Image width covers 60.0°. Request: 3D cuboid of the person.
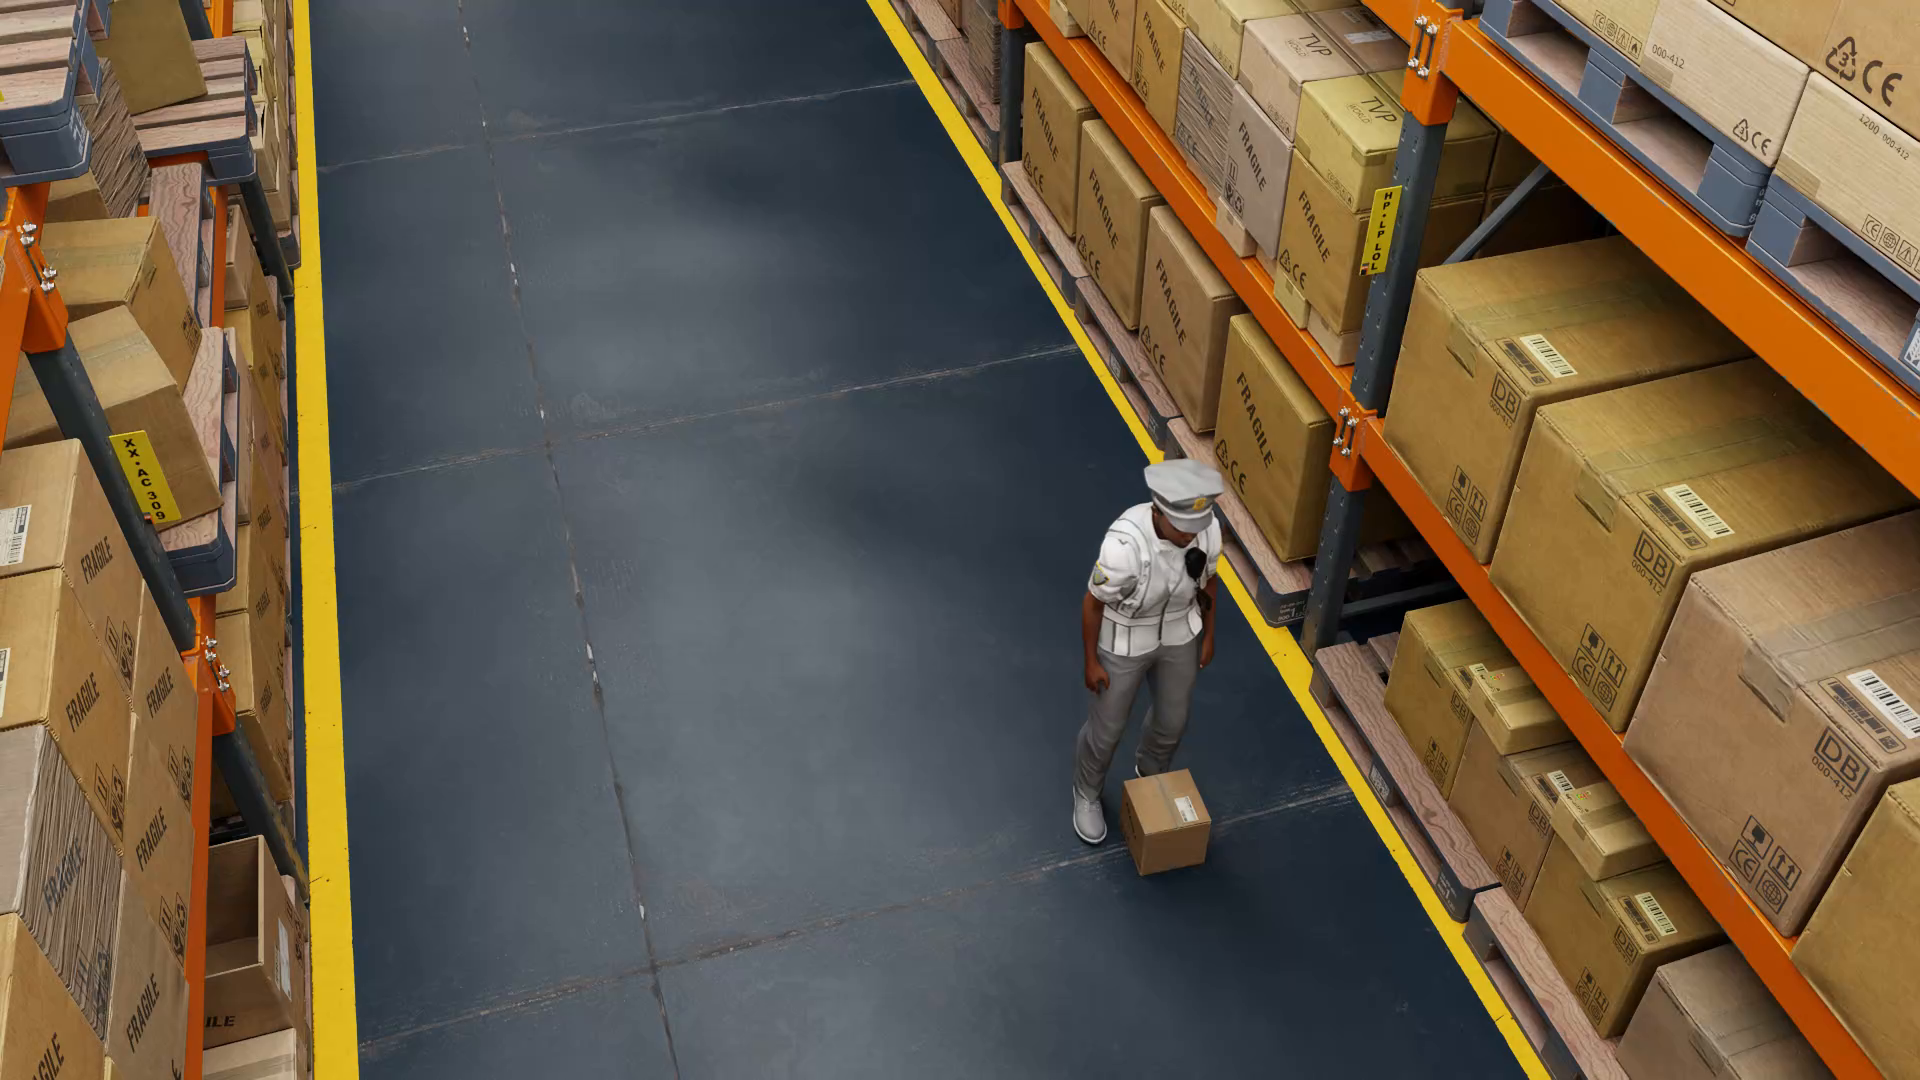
[{"bbox_3d":[0.648,0.370,5.759,0.515,1.657,0.400,-12,44,-13],"label":"person"}]
